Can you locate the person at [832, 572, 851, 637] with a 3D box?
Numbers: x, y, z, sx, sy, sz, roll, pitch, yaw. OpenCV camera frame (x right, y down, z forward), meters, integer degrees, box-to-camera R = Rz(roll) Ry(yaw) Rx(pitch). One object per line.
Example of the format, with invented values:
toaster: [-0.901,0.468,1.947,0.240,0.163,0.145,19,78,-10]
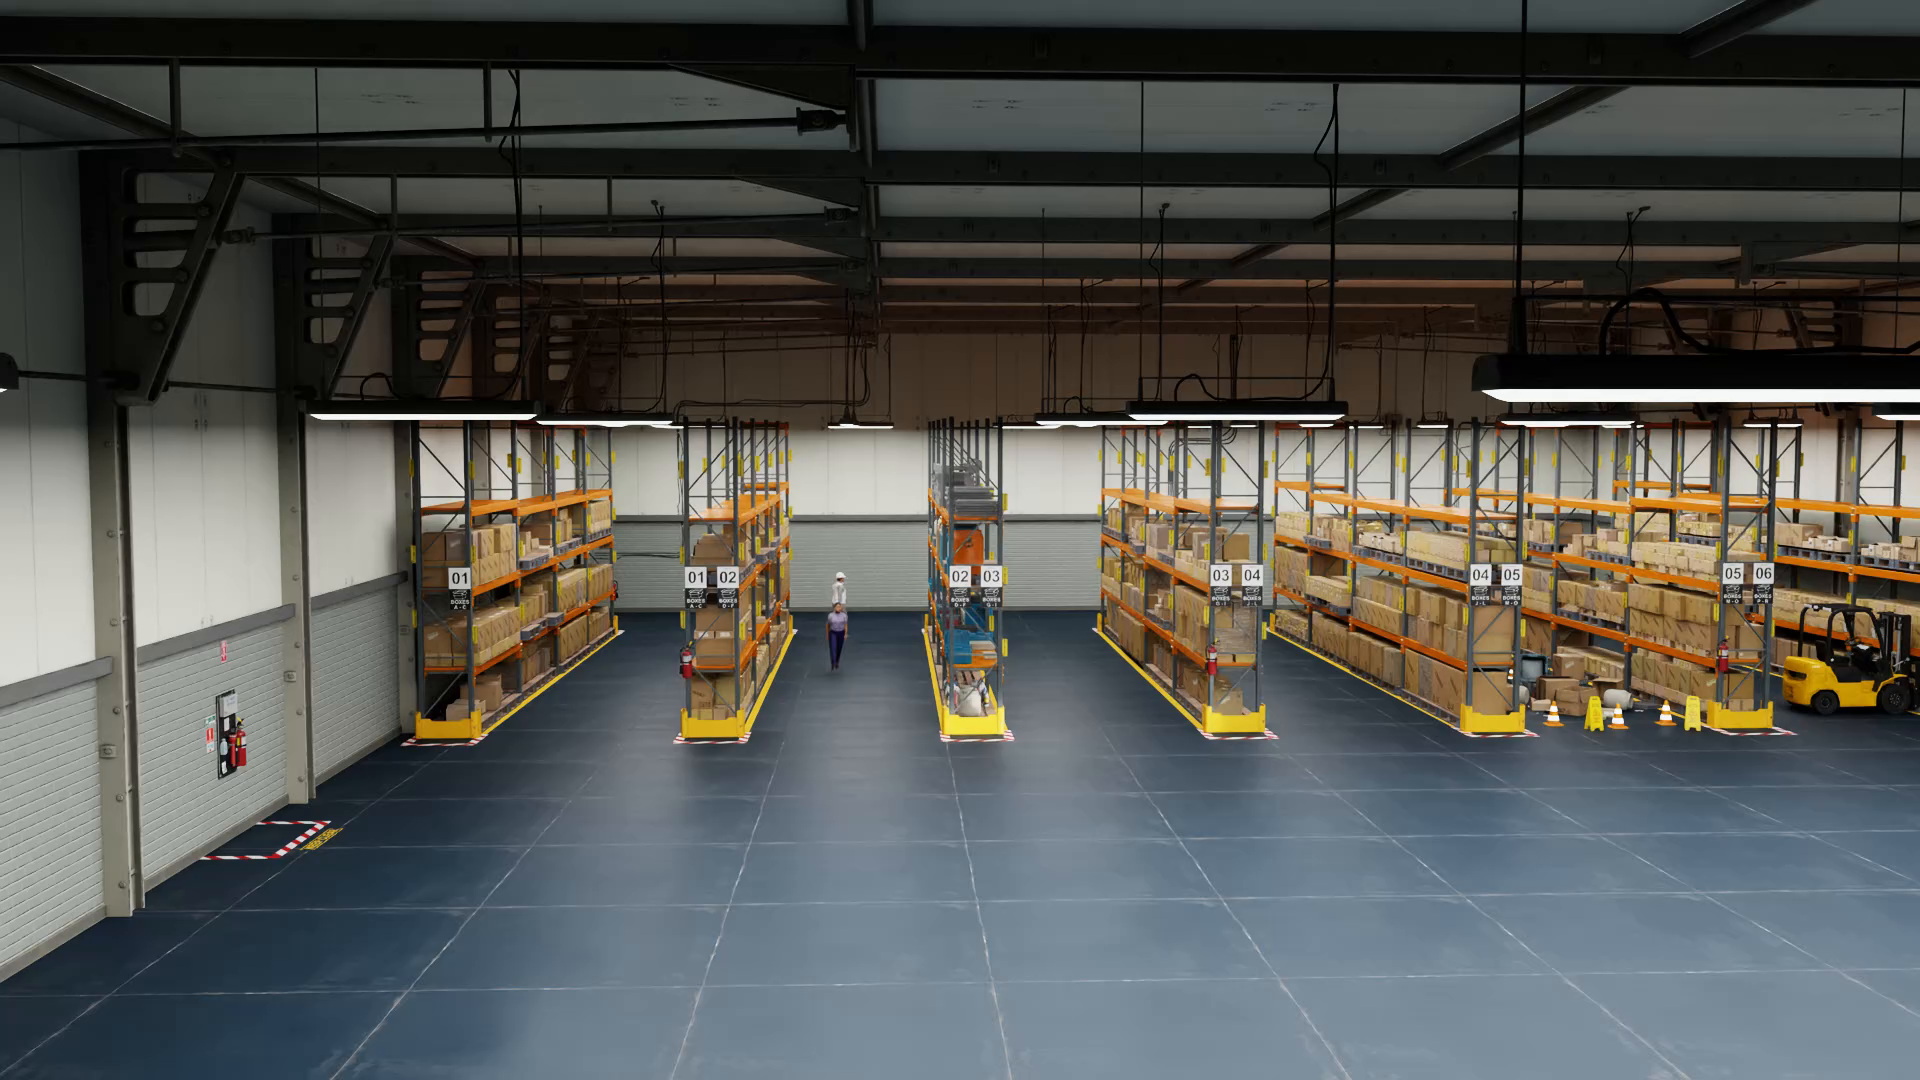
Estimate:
person: [-3.359,1.811,46.558,0.540,1.811,0.588,-2,4,-26]

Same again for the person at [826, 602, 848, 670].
person: [-2.952,2.296,39.940,0.538,1.597,0.964,-2,4,-23]
